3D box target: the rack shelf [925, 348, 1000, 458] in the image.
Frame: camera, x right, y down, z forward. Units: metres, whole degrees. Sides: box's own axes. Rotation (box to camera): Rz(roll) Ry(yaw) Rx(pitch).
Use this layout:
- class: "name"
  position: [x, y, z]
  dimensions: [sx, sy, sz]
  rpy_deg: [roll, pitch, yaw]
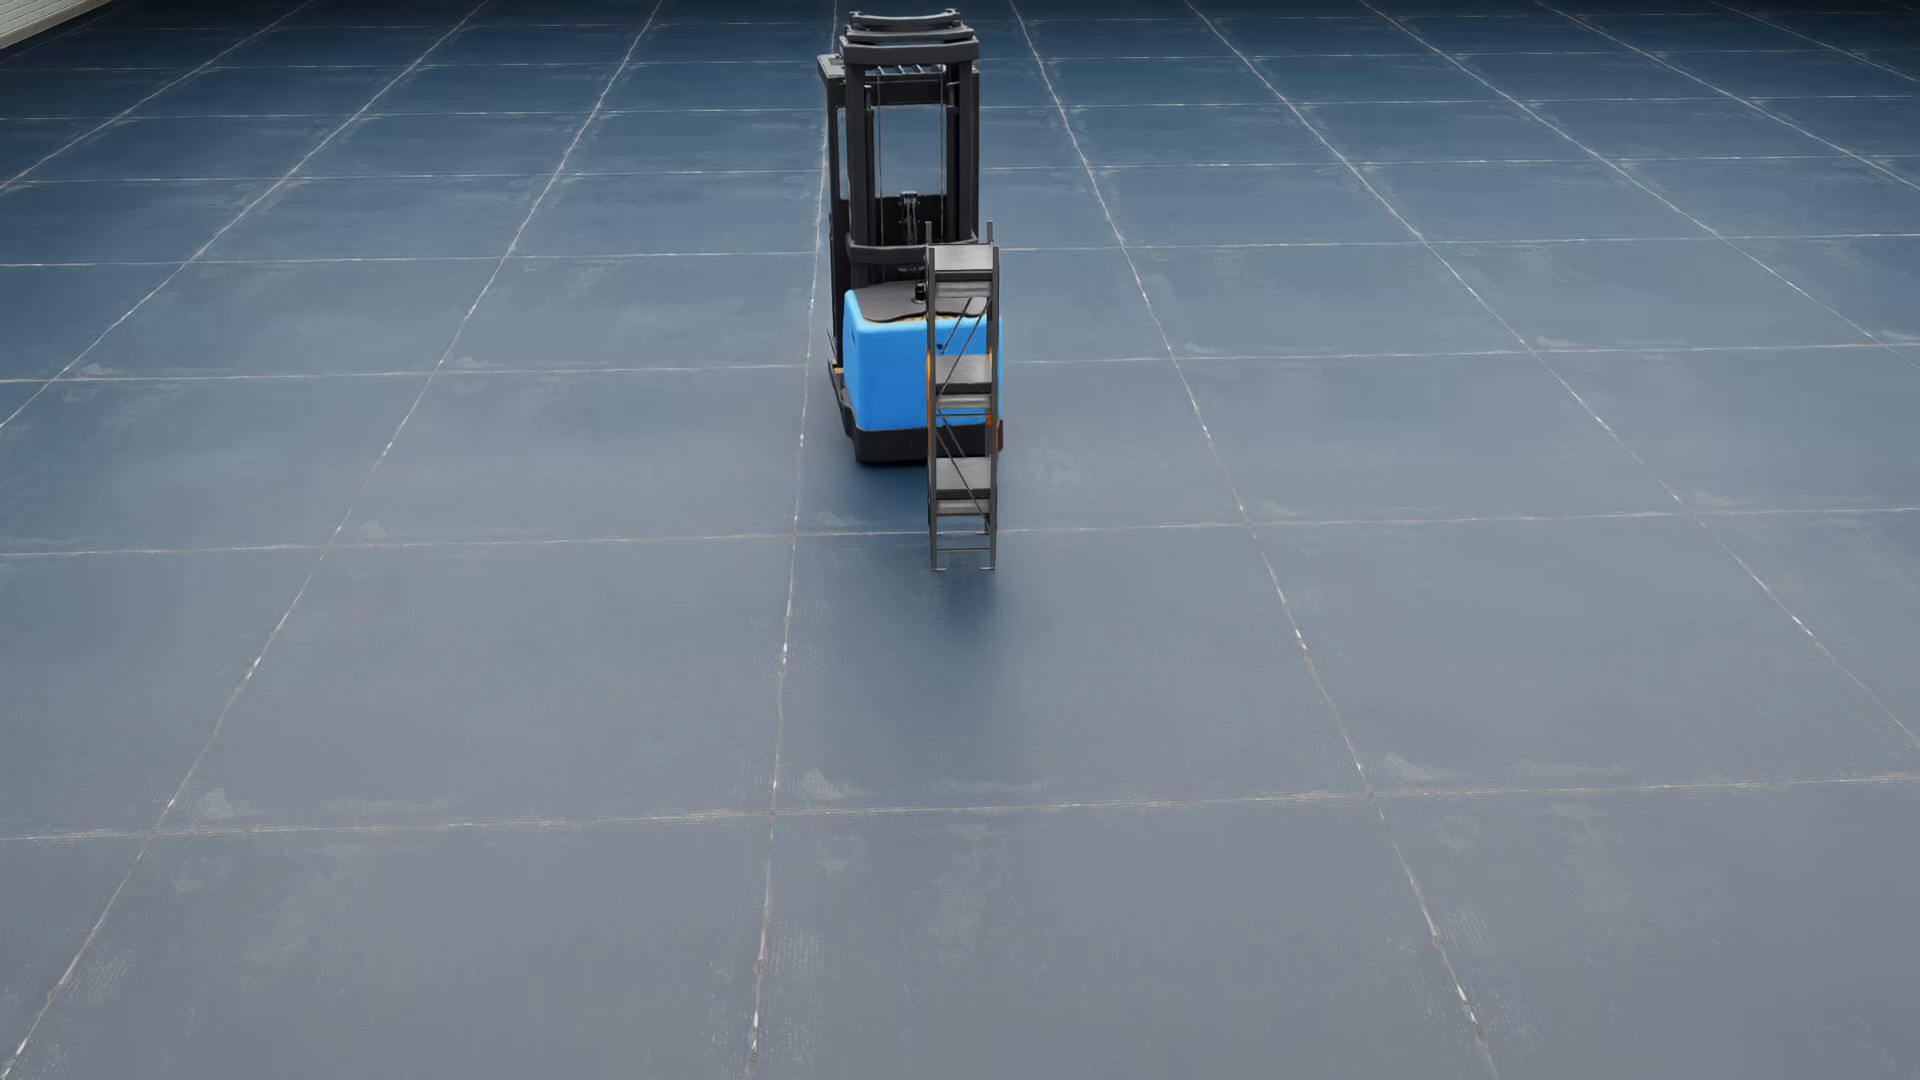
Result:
- class: "rack shelf"
  position: [0.009, -0.842, 10.186]
  dimensions: [0.431, 0.518, 0.480]
  rpy_deg: [-1, 28, -3]

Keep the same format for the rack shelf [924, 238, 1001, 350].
- class: "rack shelf"
  position: [0.009, -1.463, 9.863]
  dimensions: [0.431, 0.518, 0.480]
  rpy_deg: [-1, 28, -3]

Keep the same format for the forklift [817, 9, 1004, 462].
- class: "forklift"
  position: [-0.446, -2.506, 12.448]
  dimensions: [1.130, 2.935, 3.031]
  rpy_deg: [-5, 28, -9]

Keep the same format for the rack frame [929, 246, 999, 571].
- class: "rack frame"
  position: [0.021, -0.742, 9.964]
  dimensions: [0.400, 2.100, 0.015]
  rpy_deg: [-1, 28, -3]

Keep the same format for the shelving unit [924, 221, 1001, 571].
- class: "shelving unit"
  position: [0.009, -0.855, 10.180]
  dimensions: [0.431, 2.100, 0.503]
  rpy_deg: [-1, 28, -3]

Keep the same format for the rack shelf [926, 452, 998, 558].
- class: "rack shelf"
  position: [0.009, -0.222, 10.510]
  dimensions: [0.431, 0.518, 0.480]
  rpy_deg: [-1, 28, -3]

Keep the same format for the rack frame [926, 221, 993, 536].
- class: "rack frame"
  position: [-0.004, -0.967, 10.396]
  dimensions: [0.400, 2.100, 0.015]
  rpy_deg: [-1, 28, -3]
